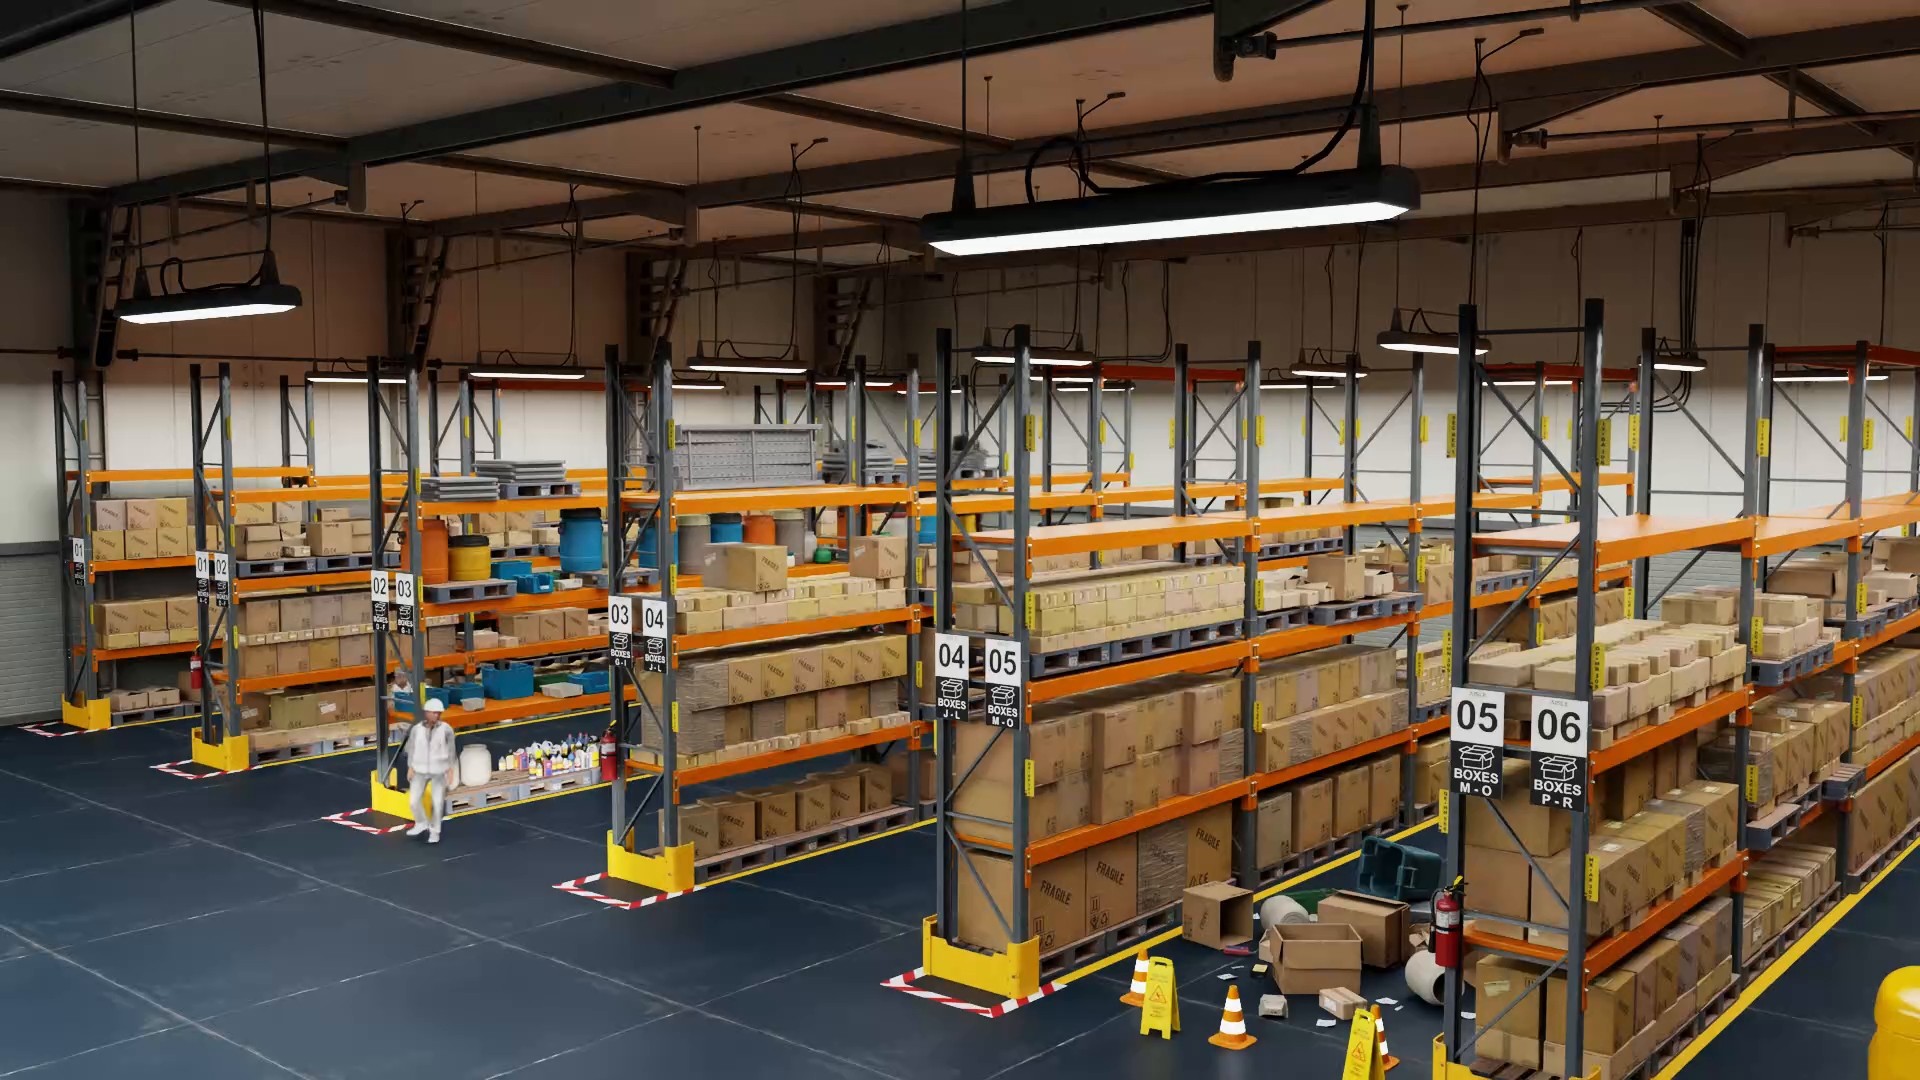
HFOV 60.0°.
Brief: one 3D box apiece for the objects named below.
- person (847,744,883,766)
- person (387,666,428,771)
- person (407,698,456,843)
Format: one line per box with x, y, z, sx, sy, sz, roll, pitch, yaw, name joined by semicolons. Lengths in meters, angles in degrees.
-1.513;2.563;24.408;0.717;1.648;1.024;4;6;44;person
-7.749;2.614;23.515;0.610;1.729;0.969;2;5;28;person
-6.474;2.806;20.328;0.614;1.765;0.453;-1;4;-8;person
